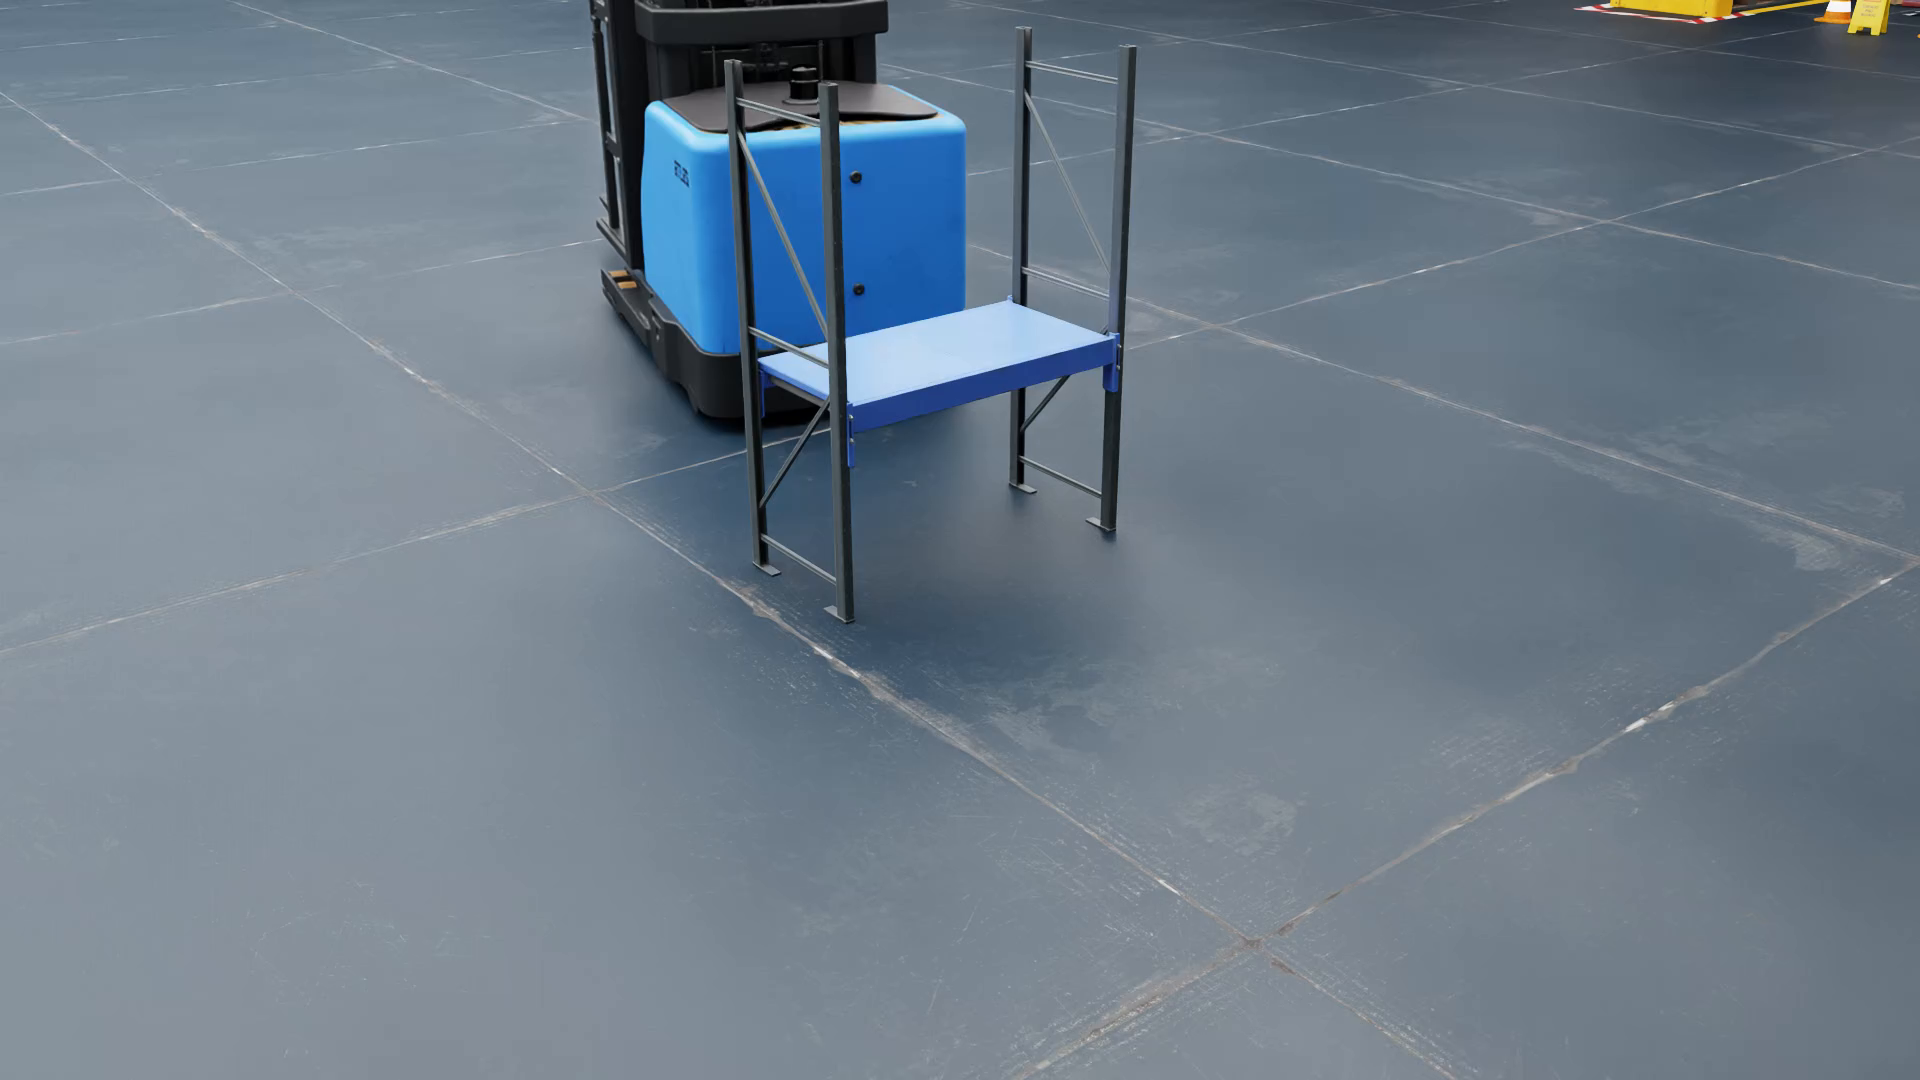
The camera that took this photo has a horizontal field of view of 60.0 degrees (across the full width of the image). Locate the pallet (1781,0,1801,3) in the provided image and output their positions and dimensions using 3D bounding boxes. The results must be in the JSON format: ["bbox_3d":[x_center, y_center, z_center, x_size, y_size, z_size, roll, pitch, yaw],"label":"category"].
[{"bbox_3d":[8.695,-5.980,17.885,1.213,0.211,1.003,-18,31,-34],"label":"pallet"}]

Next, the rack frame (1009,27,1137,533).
[{"bbox_3d":[0.333,-0.790,5.171,0.032,1.500,0.500,-18,31,-34],"label":"rack frame"}]

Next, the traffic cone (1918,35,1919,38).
[{"bbox_3d":[8.878,-4.751,14.936,0.334,0.463,0.336,-18,31,-34],"label":"traffic cone"}]

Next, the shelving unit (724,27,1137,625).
[{"bbox_3d":[-0.067,-0.658,4.887,1.048,1.500,0.538,-18,31,-34],"label":"shelving unit"}]

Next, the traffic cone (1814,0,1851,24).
[{"bbox_3d":[8.449,-5.213,15.933,0.334,0.463,0.336,-18,31,-34],"label":"traffic cone"}]

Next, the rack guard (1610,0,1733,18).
[{"bbox_3d":[7.136,-5.556,16.628,0.348,0.500,1.175,-18,31,-34],"label":"rack guard"}]

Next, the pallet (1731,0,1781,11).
[{"bbox_3d":[7.735,-5.665,17.206,1.213,0.211,1.003,-18,31,-34],"label":"pallet"}]

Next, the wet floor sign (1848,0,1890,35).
[{"bbox_3d":[8.354,-4.965,15.182,0.267,0.644,0.232,21,32,37],"label":"wet floor sign"}]

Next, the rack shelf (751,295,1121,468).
[{"bbox_3d":[-0.067,-0.495,4.962,1.000,0.185,0.538,-18,31,-34],"label":"rack shelf"}]

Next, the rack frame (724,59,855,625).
[{"bbox_3d":[-0.467,-0.526,4.602,0.032,1.500,0.500,-18,31,-34],"label":"rack frame"}]

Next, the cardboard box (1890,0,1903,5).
[{"bbox_3d":[9.714,-5.860,17.279,0.500,0.500,0.500,-13,28,-25],"label":"cardboard box"}]

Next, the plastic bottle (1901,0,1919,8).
[{"bbox_3d":[9.764,-5.463,16.950,0.283,0.061,0.133,15,29,29],"label":"plastic bottle"}]

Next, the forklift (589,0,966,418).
[{"bbox_3d":[-0.976,-2.365,6.865,1.130,2.935,3.031,-9,27,-20],"label":"forklift"}]
